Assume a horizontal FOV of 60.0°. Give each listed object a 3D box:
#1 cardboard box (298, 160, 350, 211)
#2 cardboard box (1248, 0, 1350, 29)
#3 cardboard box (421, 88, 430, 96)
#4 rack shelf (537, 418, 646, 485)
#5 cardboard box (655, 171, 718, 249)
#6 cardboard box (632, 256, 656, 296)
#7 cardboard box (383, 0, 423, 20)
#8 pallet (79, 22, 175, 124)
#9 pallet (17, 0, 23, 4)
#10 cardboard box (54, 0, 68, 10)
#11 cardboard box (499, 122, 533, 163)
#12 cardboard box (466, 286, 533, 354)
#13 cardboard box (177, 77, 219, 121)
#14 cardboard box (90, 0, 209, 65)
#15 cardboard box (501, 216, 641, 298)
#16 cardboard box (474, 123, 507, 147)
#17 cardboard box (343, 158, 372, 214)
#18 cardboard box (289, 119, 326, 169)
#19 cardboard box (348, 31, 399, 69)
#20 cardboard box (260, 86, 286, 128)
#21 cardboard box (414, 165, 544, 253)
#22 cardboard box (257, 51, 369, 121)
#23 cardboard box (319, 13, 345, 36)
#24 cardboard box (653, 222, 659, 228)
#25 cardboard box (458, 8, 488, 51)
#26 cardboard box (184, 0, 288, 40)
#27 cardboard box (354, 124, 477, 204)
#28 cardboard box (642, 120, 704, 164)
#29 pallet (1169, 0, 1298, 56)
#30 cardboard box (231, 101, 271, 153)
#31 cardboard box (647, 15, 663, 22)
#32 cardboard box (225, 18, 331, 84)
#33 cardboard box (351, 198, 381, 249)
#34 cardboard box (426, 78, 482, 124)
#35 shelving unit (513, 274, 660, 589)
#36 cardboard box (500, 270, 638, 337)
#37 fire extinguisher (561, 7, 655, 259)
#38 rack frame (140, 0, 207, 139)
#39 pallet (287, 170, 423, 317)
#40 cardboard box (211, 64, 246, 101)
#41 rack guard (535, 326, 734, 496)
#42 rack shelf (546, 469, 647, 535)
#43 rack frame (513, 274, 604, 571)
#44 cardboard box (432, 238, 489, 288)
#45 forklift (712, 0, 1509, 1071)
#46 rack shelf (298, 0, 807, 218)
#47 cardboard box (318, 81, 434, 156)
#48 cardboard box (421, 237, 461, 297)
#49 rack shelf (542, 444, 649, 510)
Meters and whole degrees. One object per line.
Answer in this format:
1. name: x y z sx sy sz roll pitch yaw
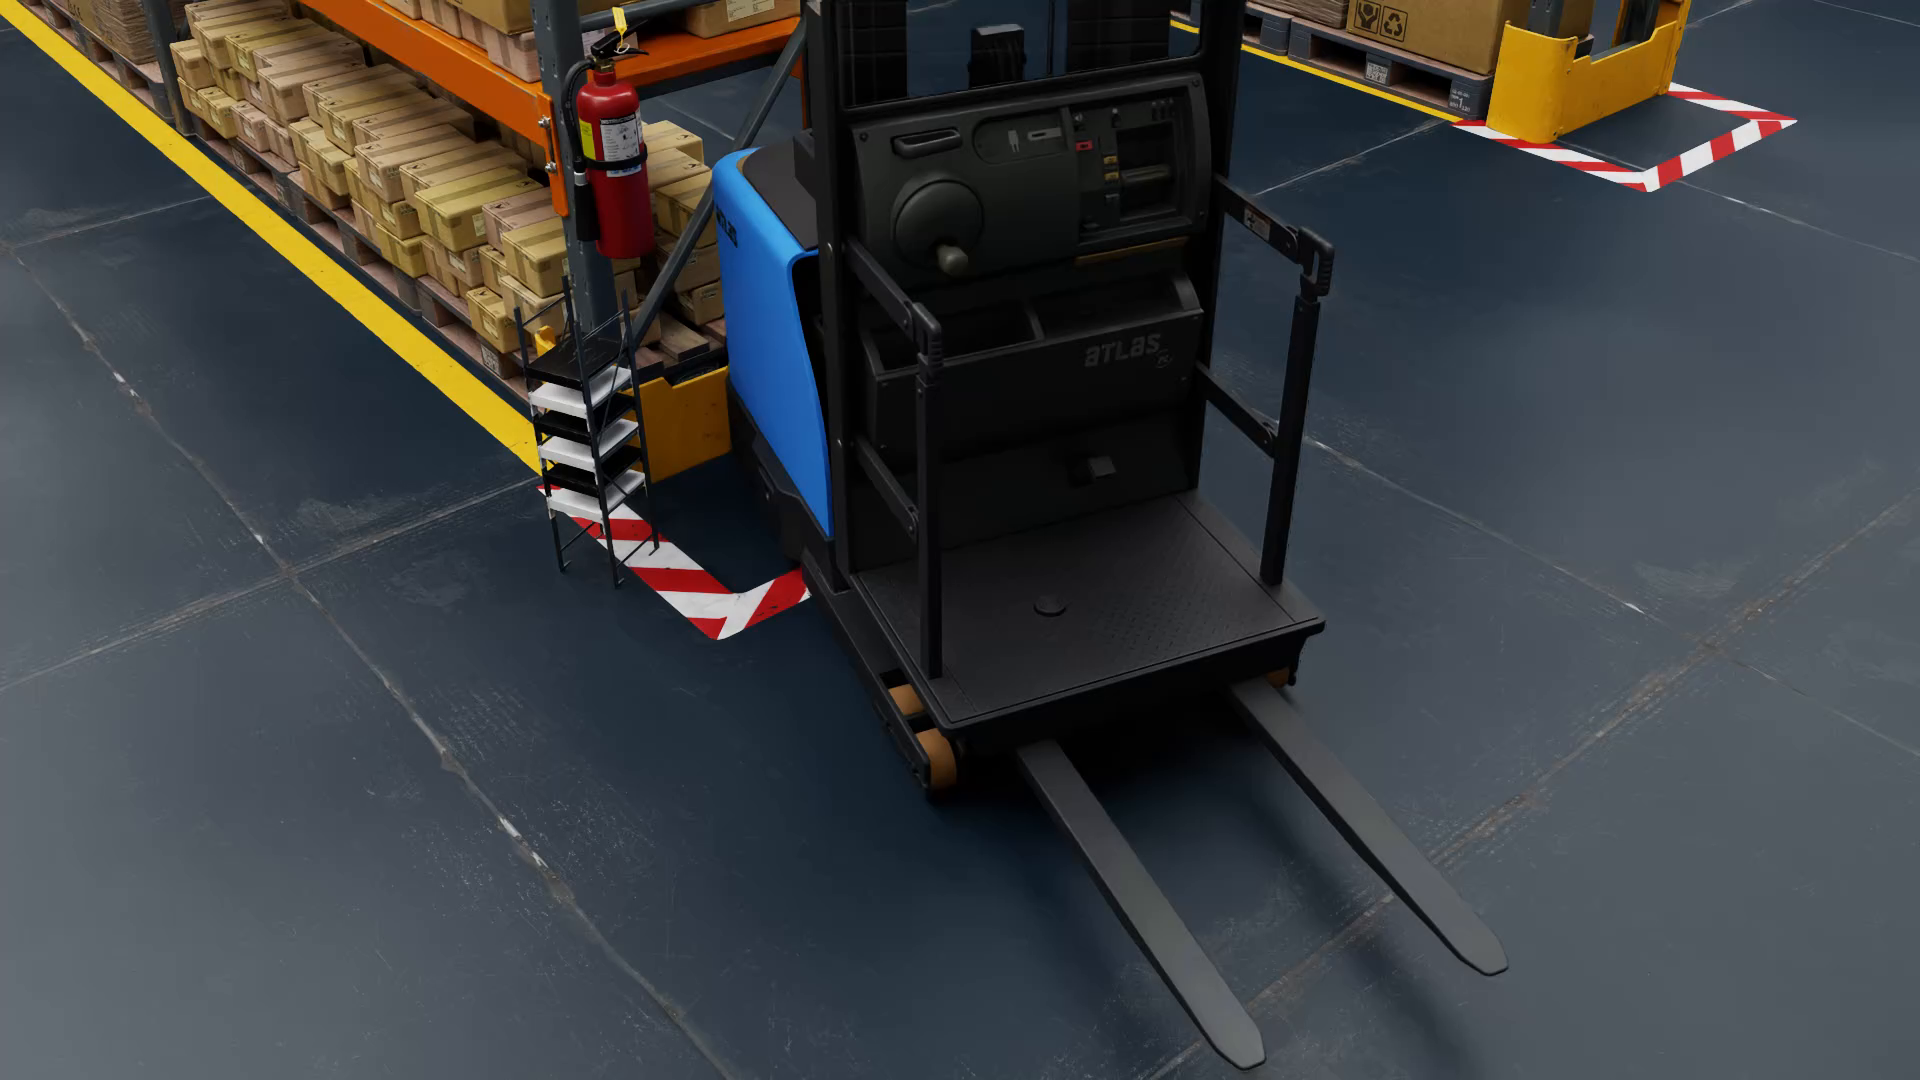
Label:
1. cardboard box: -2.502 -1.525 6.912 0.380 0.149 0.250 -27 44 -33
2. cardboard box: 2.014 -3.354 8.865 0.875 0.875 0.875 -26 43 -32
3. cardboard box: -2.119 -1.860 7.126 0.380 0.149 0.250 -28 44 -34
4. rack shelf: -1.089 -0.281 4.925 0.200 0.077 0.258 15 38 21
5. cardboard box: -0.857 -1.198 5.935 0.380 0.149 0.250 -28 44 -34
6. cardboard box: -1.104 -1.033 6.217 0.380 0.149 0.250 -26 43 -32
7. cardboard box: -1.693 -1.859 5.496 0.380 0.149 0.250 -25 42 -31
8. pallet: -3.863 -2.561 8.683 1.003 0.211 1.213 -26 43 -32
9. pallet: -5.438 -3.638 10.204 1.003 0.211 1.213 -26 43 -32
10. cardboard box: -4.688 -3.195 8.965 0.500 0.500 0.500 -27 43 -33
11. cardboard box: -1.587 -1.639 6.557 0.380 0.149 0.250 -24 42 -30
12. cardboard box: -1.521 -0.828 5.927 0.380 0.149 0.250 -25 42 -30
13. cardboard box: -3.370 -2.083 7.699 0.380 0.149 0.250 -28 44 -34
14. cardboard box: -4.030 -2.740 8.323 0.500 0.500 0.500 -27 43 -33
15. cardboard box: -1.314 -0.980 5.627 0.380 0.149 0.250 -25 43 -31
16. cardboard box: -1.813 -1.603 6.764 0.380 0.149 0.250 -24 42 -30
17. cardboard box: -2.169 -1.418 6.503 0.380 0.149 0.250 -24 42 -30
18. cardboard box: -2.508 -1.648 6.827 0.380 0.149 0.250 -26 43 -32
19. cardboard box: -2.462 -2.198 7.346 0.380 0.149 0.250 -25 42 -30
20. cardboard box: -2.782 -1.913 7.202 0.380 0.149 0.250 -28 44 -34
21. cardboard box: -1.696 -1.179 5.908 0.380 0.149 0.250 -27 43 -33
22. cardboard box: -2.675 -1.891 6.913 0.380 0.149 0.250 -25 42 -31
23. cardboard box: -2.736 -2.448 7.700 0.380 0.149 0.250 -25 43 -31
24. cardboard box: -1.054 -1.188 6.178 0.380 0.149 0.250 -26 43 -32
25. cardboard box: -1.337 -1.650 5.201 0.380 0.149 0.250 -26 43 -32
26. cardboard box: -3.296 -2.377 7.600 0.380 0.149 0.250 -24 42 -30
27. cardboard box: -2.031 -1.415 6.241 0.380 0.149 0.250 -24 42 -30
28. cardboard box: -1.192 -1.434 6.269 0.380 0.149 0.250 -26 43 -32
29. pallet: 1.717 -3.119 9.472 1.003 0.211 1.213 -26 43 -32
30. cardboard box: -2.998 -1.875 7.406 0.380 0.149 0.250 -26 43 -32
31. cardboard box: -0.933 -1.849 5.483 0.380 0.149 0.250 -24 42 -30
32. cardboard box: -2.963 -2.140 7.265 0.380 0.149 0.250 -27 43 -32
33. cardboard box: -2.168 -1.298 6.591 0.380 0.149 0.250 -25 42 -31
34. cardboard box: -1.957 -1.847 6.852 0.380 0.149 0.250 -26 43 -32
35. shelving unit: -1.089 -0.308 4.906 0.210 0.900 0.258 15 38 21
36. cardboard box: -1.337 -0.846 5.695 0.380 0.149 0.250 -27 44 -33
37. fire extinguisher: -0.969 -1.123 4.629 0.296 0.674 0.183 -26 43 -32
38. rack frame: -3.360 -3.356 7.393 1.000 3.000 0.127 -26 43 -32
39. pallet: -2.108 -1.396 7.038 1.003 0.211 1.213 -26 43 -32
40. cardboard box: -3.139 -2.127 7.505 0.380 0.149 0.250 -26 43 -31
41. rack guard: -0.828 -0.603 5.669 1.175 0.500 0.348 -26 43 -32
42. rack shelf: -1.088 -0.134 5.029 0.200 0.077 0.258 15 38 21
43. rack frame: -1.180 -0.333 4.942 0.006 0.900 0.240 15 38 21
44. cardboard box: -1.674 -1.074 6.018 0.380 0.149 0.250 -28 44 -33
45. forklift: 0.277 -0.824 3.878 1.130 2.935 3.031 -14 38 -19
46. rack shelf: -2.069 -2.179 6.354 1.077 0.370 4.000 -26 43 -32
47. cardboard box: -2.307 -1.678 6.612 0.380 0.149 0.250 -26 43 -32
48. cardboard box: -1.795 -1.081 6.284 0.380 0.149 0.250 -26 43 -31
49. rack shelf: -1.088 -0.207 4.977 0.200 0.077 0.258 15 38 21
